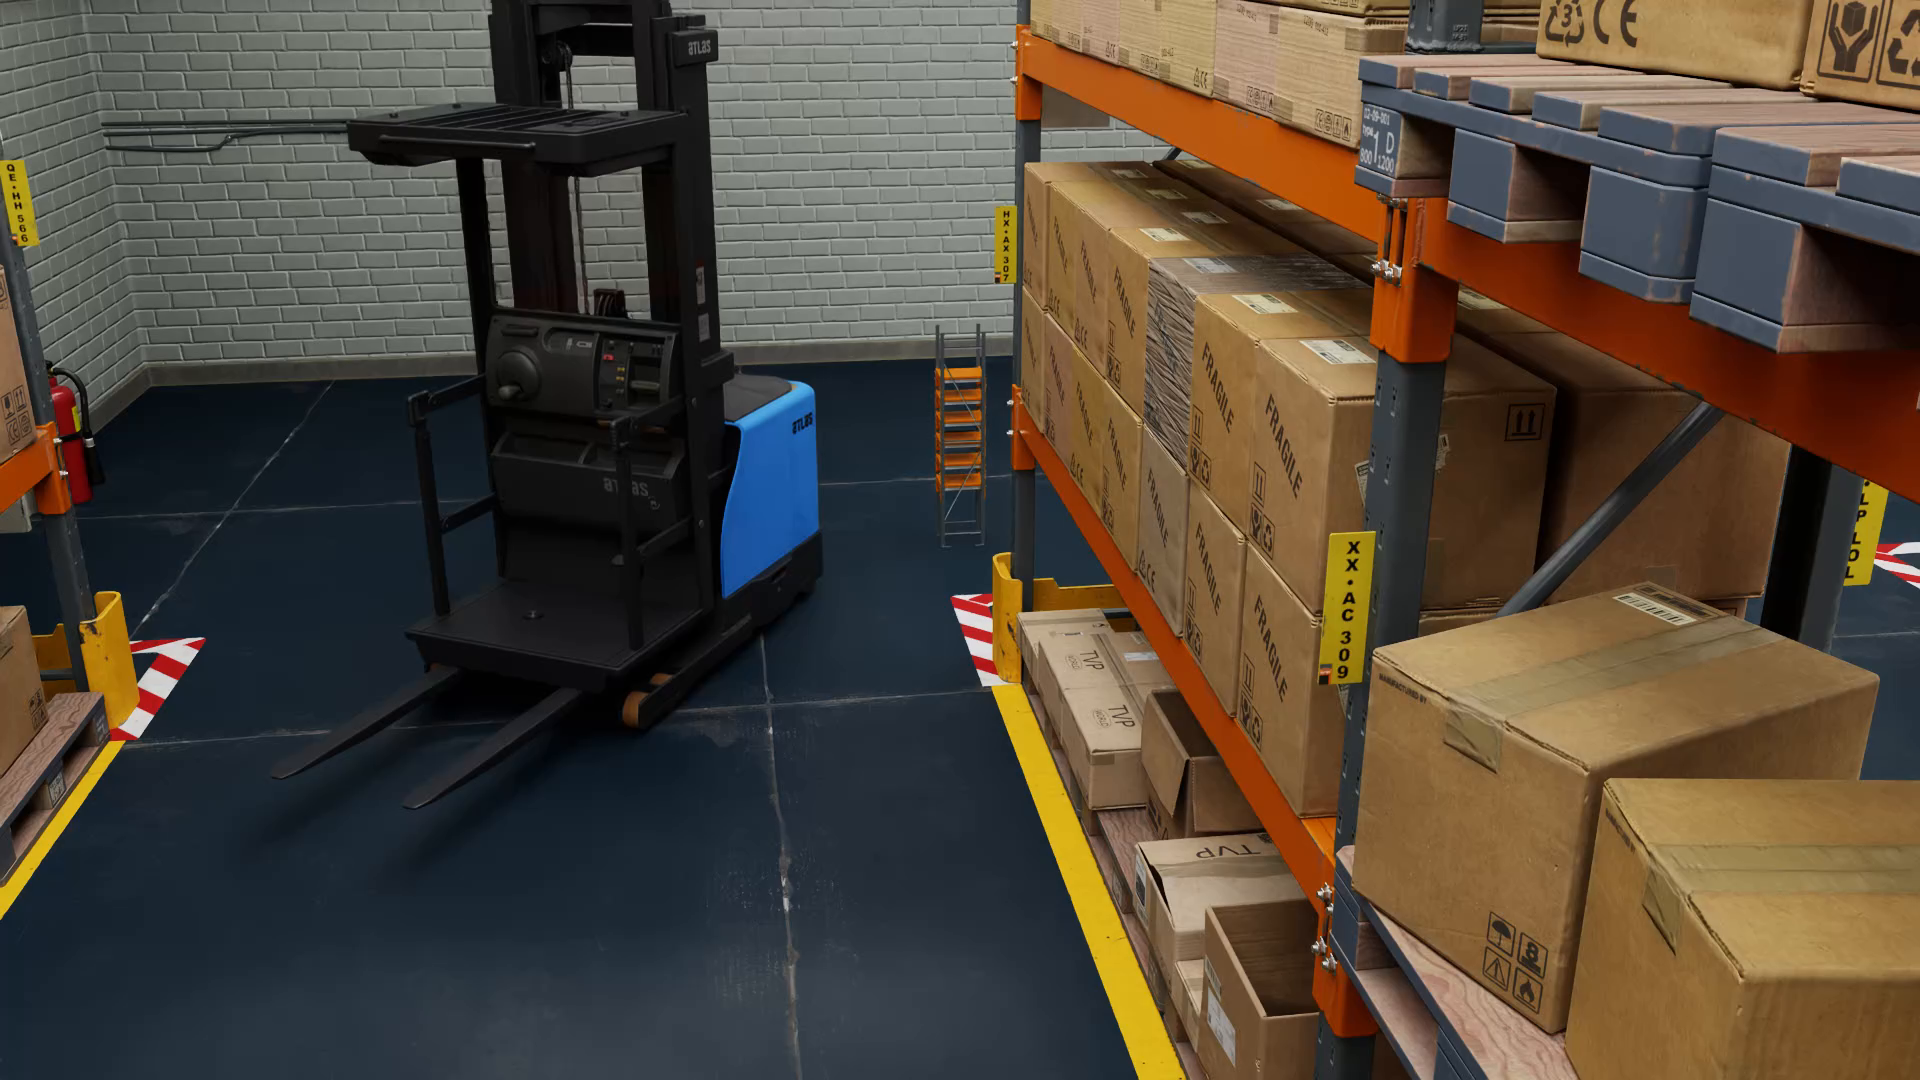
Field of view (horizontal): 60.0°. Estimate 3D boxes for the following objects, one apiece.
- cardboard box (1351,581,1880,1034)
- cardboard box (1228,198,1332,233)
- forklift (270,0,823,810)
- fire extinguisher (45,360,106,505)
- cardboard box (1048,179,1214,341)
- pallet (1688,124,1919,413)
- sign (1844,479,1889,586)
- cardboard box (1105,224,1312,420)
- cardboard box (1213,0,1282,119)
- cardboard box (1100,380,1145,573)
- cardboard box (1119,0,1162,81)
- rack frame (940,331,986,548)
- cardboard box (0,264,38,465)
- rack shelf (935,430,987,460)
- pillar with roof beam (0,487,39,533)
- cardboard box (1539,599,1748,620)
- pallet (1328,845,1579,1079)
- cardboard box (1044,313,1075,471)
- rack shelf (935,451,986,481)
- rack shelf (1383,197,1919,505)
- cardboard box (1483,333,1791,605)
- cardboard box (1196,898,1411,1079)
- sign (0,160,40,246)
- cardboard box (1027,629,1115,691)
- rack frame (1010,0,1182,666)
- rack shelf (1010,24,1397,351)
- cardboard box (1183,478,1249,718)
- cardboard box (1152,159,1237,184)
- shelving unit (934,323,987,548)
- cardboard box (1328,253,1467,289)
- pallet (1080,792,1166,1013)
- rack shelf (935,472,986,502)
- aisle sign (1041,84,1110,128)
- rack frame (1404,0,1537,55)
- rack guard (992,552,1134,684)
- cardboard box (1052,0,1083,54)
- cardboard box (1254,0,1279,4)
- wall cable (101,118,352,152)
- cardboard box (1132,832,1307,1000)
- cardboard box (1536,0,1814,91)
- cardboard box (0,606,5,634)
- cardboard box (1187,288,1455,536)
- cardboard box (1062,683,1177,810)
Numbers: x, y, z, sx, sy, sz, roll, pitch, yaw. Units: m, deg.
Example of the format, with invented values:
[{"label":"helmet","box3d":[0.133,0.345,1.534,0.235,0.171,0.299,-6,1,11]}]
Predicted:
[{"label":"cardboard box","box3d":[1.158,0.446,2.993,0.700,0.500,0.500,-10,23,-26]},{"label":"cardboard box","box3d":[1.223,-0.892,5.745,0.500,0.500,0.500,-2,21,-6]},{"label":"forklift","box3d":[-1.717,-0.732,6.986,1.130,2.935,3.031,8,22,20]},{"label":"fire extinguisher","box3d":[-3.732,-0.485,6.870,0.296,0.674,0.183,-3,21,-8]},{"label":"cardboard box","box3d":[0.620,-1.039,6.138,0.500,0.500,0.500,-3,21,-7]},{"label":"pallet","box3d":[1.488,-0.215,1.486,1.213,0.211,1.003,-3,21,-8]},{"label":"sign","box3d":[1.859,-0.058,3.429,0.100,0.325,0.005,-3,21,-8]},{"label":"cardboard box","box3d":[0.761,-0.689,5.203,0.500,0.500,0.500,-3,21,-8]},{"label":"cardboard box","box3d":[0.916,-1.150,3.934,0.500,0.250,0.500,-3,21,-8]},{"label":"cardboard box","box3d":[0.757,-0.226,5.390,0.500,0.500,0.500,-3,21,-7]},{"label":"cardboard box","box3d":[0.768,-1.496,4.861,0.500,0.250,0.500,-3,21,-8]},{"label":"rack frame","box3d":[0.015,-0.525,8.908,0.240,1.200,0.006,-3,21,-8]},{"label":"cardboard box","box3d":[-4.084,-0.584,6.065,0.980,0.700,0.700,-2,21,-5]},{"label":"rack shelf","box3d":[0.002,-0.515,9.008,0.258,0.103,0.180,-3,21,-8]},{"label":"pillar with roof beam","box3d":[-1.152,-4.539,8.507,9.100,9.000,0.400,-3,21,-8]},{"label":"cardboard box","box3d":[1.507,0.277,4.045,0.500,0.500,0.500,-2,21,-6]},{"label":"pallet","box3d":[1.318,0.886,2.831,1.003,0.211,1.213,-3,21,-8]},{"label":"cardboard box","box3d":[0.617,-0.573,6.319,0.500,0.500,0.500,-3,21,-8]},{"label":"rack shelf","box3d":[0.002,-0.403,9.050,0.258,0.103,0.180,-3,21,-8]},{"label":"rack shelf","box3d":[1.599,0.138,1.300,1.077,0.370,4.000,-3,21,-8]},{"label":"cardboard box","box3d":[1.521,-0.179,3.836,0.500,0.500,0.500,-2,21,-6]},{"label":"cardboard box","box3d":[0.948,1.296,4.404,0.500,0.500,0.500,-3,21,-8]},{"label":"sign","box3d":[-3.628,-1.296,6.405,0.100,0.325,0.005,-3,21,-8]},{"label":"cardboard box","box3d":[0.490,0.499,7.014,0.380,0.166,0.250,-3,21,-8]},{"label":"rack frame","box3d":[0.734,-0.871,7.261,1.000,3.000,0.127,-3,21,-8]},{"label":"rack shelf","box3d":[1.022,-1.247,5.008,1.077,0.370,4.000,-3,21,-8]},{"label":"cardboard box","box3d":[0.909,0.128,4.442,0.500,0.500,0.500,-2,21,-6]},{"label":"cardboard box","box3d":[1.070,-1.246,6.693,0.500,0.500,0.500,-3,21,-8]},{"label":"shelving unit","box3d":[0.002,-0.557,8.993,0.258,1.200,0.189,-3,21,-8]},{"label":"cardboard box","box3d":[1.373,-0.535,4.790,0.500,0.500,0.500,-4,21,-9]},{"label":"pallet","box3d":[1.034,1.159,5.811,1.003,0.211,1.213,-3,21,-8]},{"label":"rack shelf","box3d":[0.002,-0.291,9.092,0.258,0.103,0.180,-3,21,-8]},{"label":"aisle sign","box3d":[0.434,-2.098,6.830,0.394,0.787,0.004,-3,21,-8]},{"label":"rack frame","box3d":[1.311,-2.297,2.504,1.000,3.000,0.127,-3,21,-8]},{"label":"rack guard","box3d":[0.745,0.326,7.628,1.175,0.500,0.348,-3,21,-8]},{"label":"cardboard box","box3d":[0.616,-1.842,5.787,0.500,0.250,0.500,-3,21,-8]},{"label":"cardboard box","box3d":[0.903,-1.383,3.845,0.500,0.250,0.500,-3,21,-8]},{"label":"wall cable","box3d":[-4.629,-3.952,11.374,3.097,2.526,0.112,-3,21,-8]},{"label":"cardboard box","box3d":[0.840,1.125,5.132,0.500,0.311,0.500,-3,21,-8]},{"label":"cardboard box","box3d":[1.310,-1.004,2.443,0.600,0.600,0.600,-5,21,-13]},{"label":"cardboard box","box3d":[-3.769,0.323,6.109,0.380,0.149,0.250,-3,21,-8]},{"label":"cardboard box","box3d":[0.905,-0.341,4.269,0.500,0.500,0.500,-3,21,-9]},{"label":"cardboard box","box3d":[0.676,0.760,6.196,0.500,0.250,0.500,-3,21,-8]}]
